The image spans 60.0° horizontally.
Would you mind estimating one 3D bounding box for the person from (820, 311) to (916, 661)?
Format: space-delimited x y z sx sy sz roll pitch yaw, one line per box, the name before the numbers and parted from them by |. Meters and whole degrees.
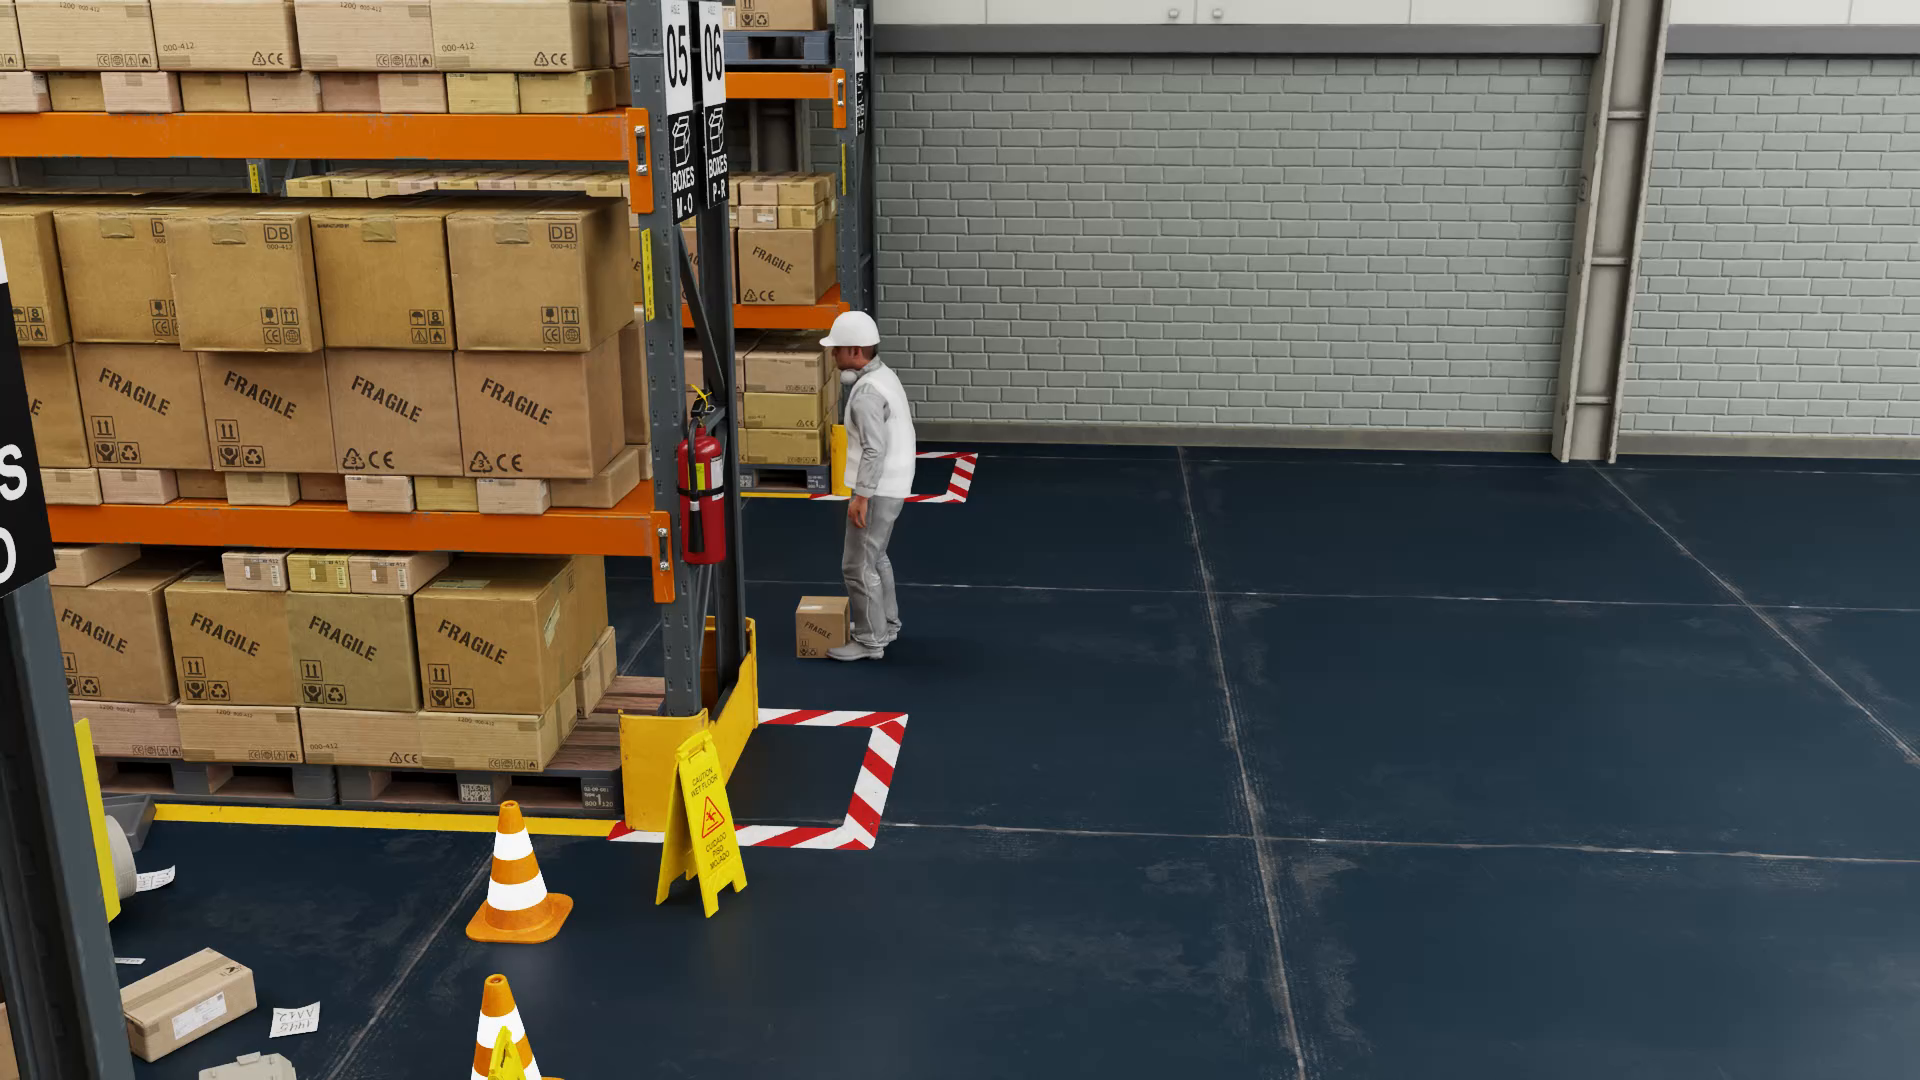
person | -0.454 -0.271 8.371 0.466 1.771 0.584 1 17 3
